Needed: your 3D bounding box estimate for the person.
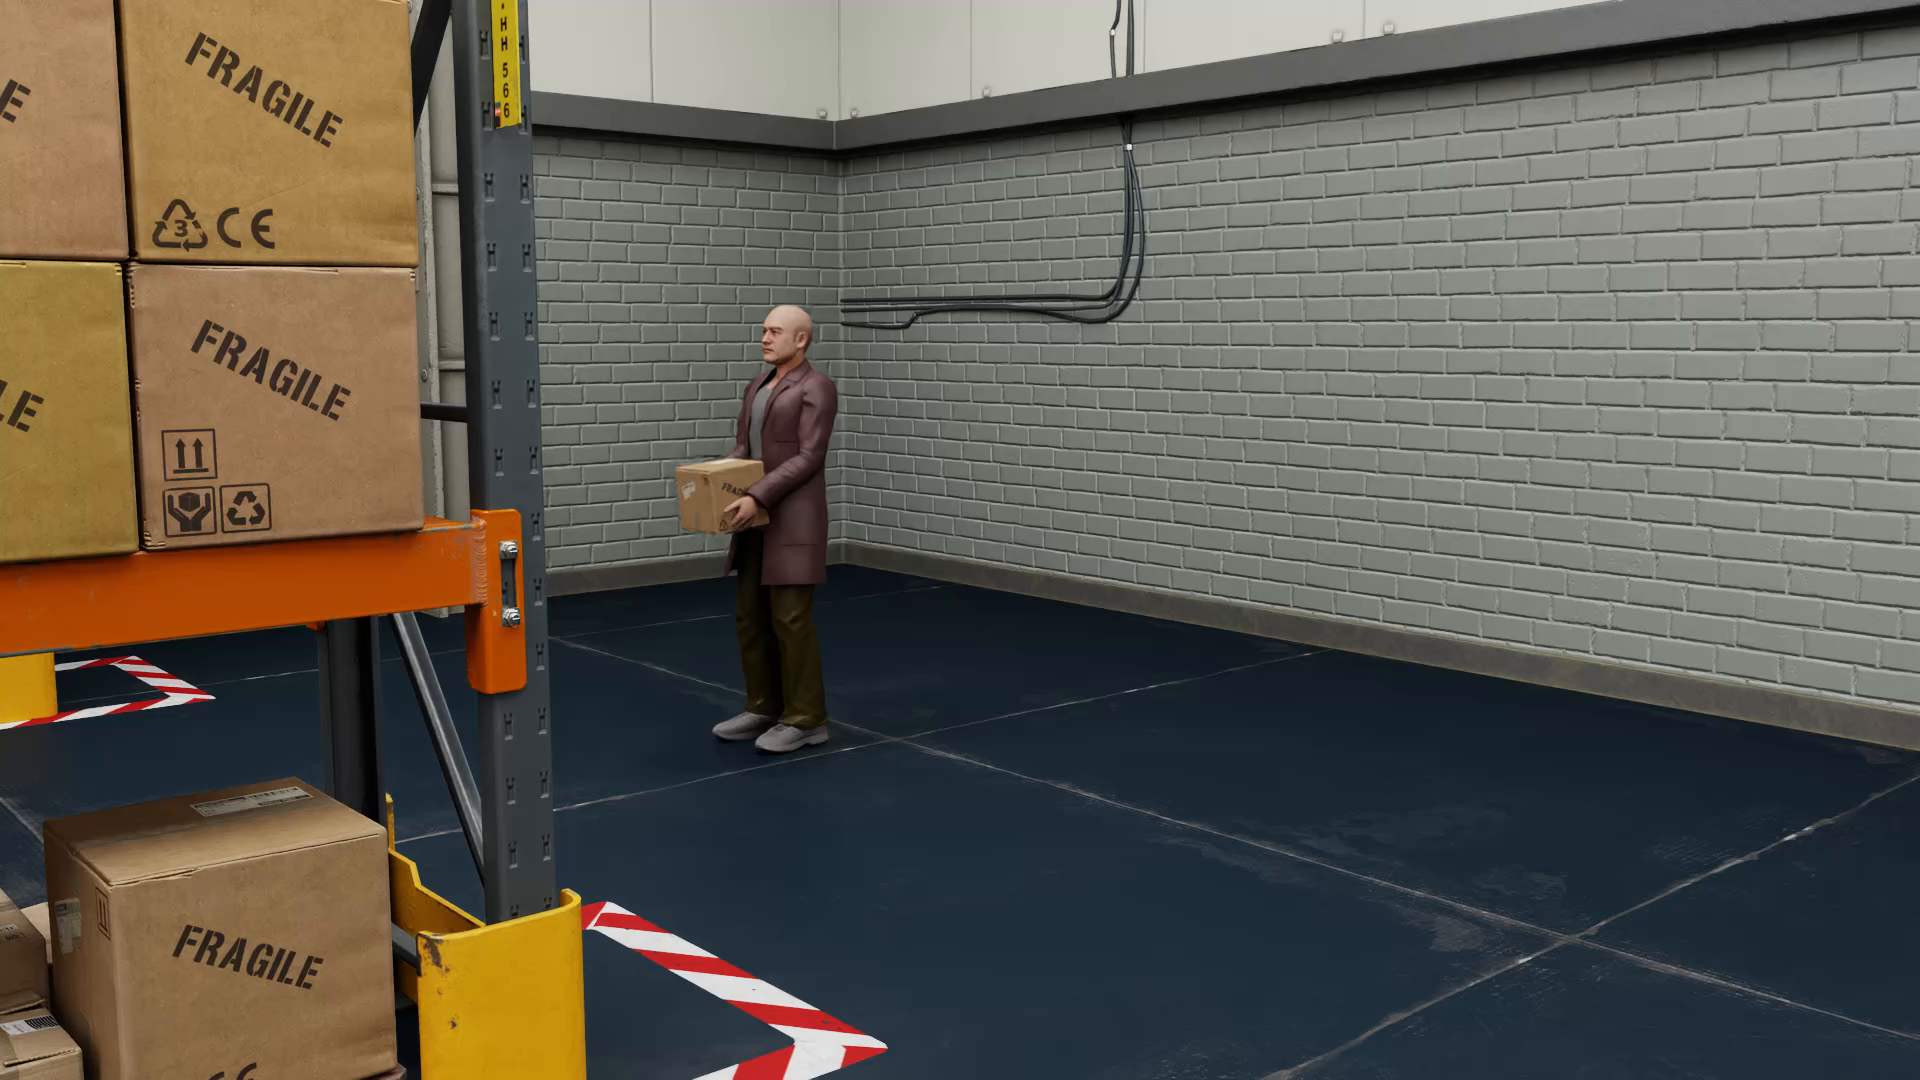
[{"bbox_3d":[-0.802,-0.048,6.686,0.535,1.780,0.548,-6,10,-41],"label":"person"}]
